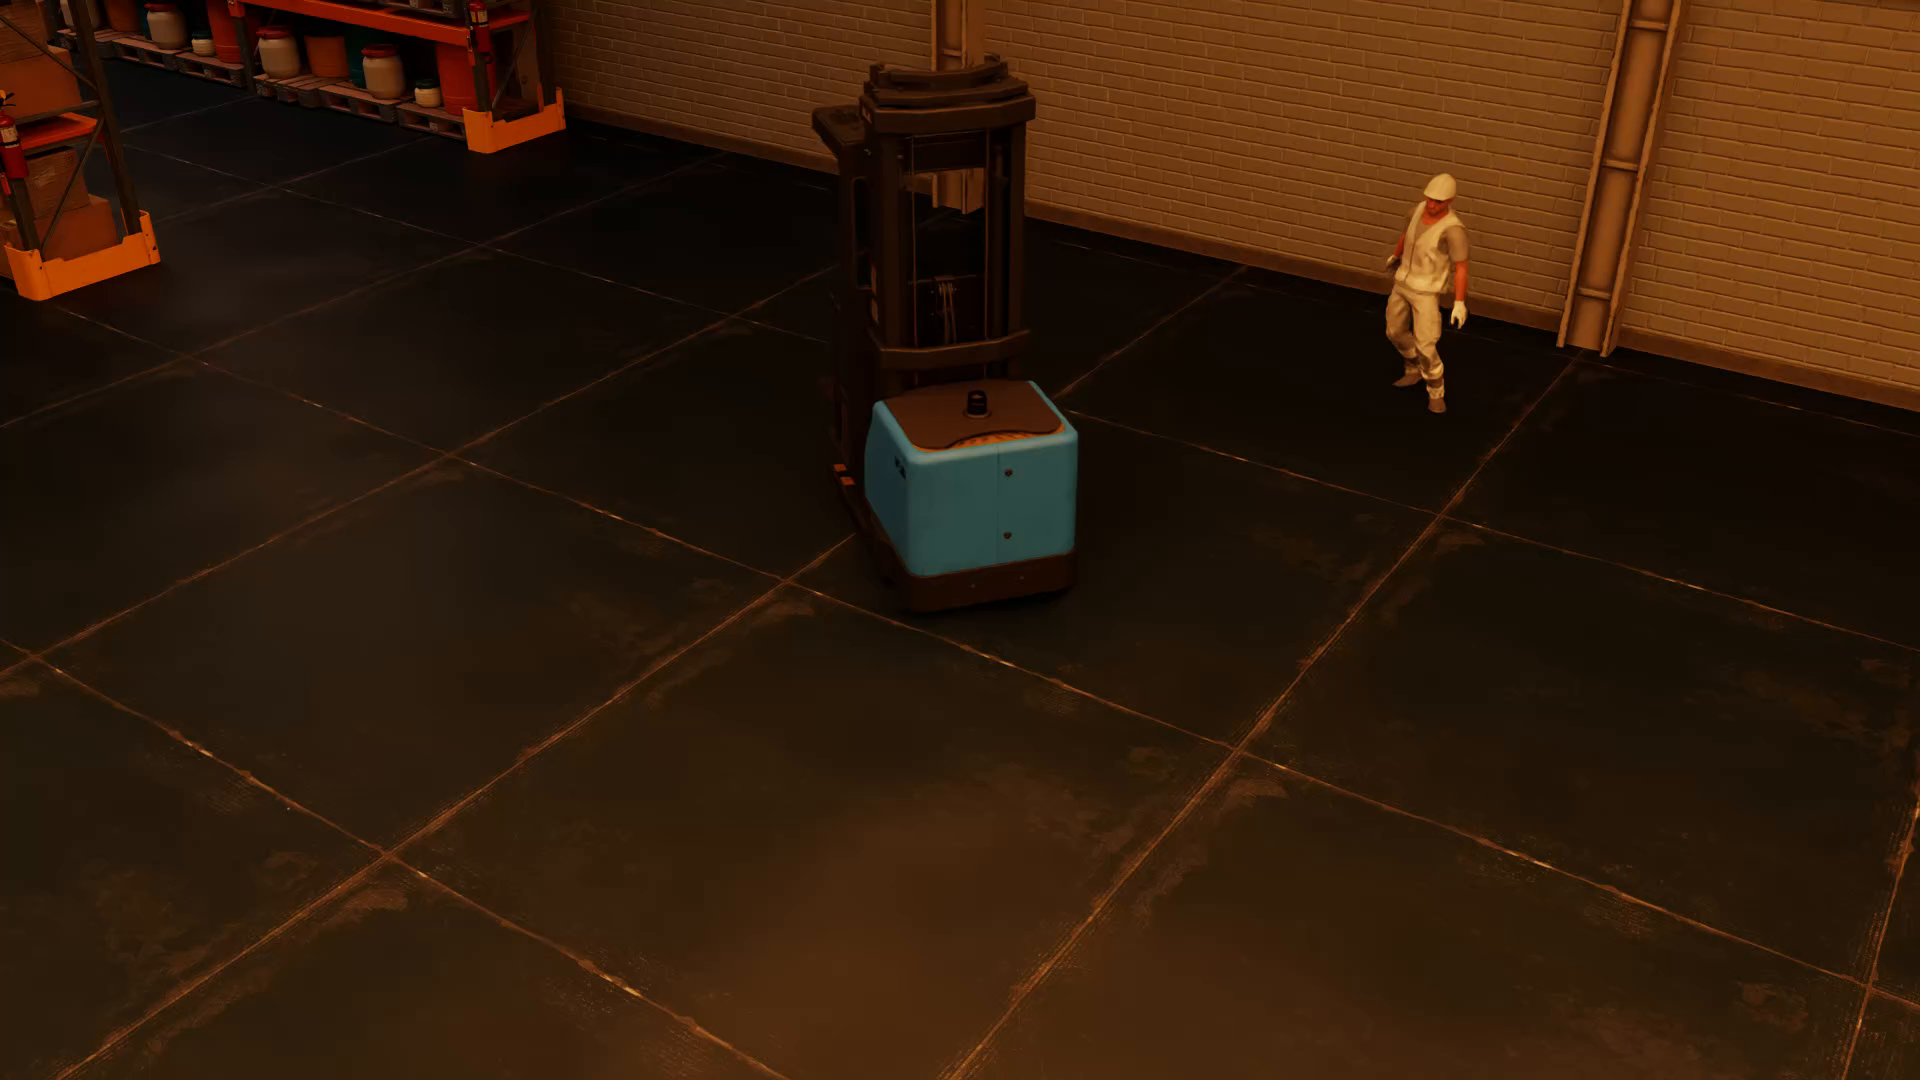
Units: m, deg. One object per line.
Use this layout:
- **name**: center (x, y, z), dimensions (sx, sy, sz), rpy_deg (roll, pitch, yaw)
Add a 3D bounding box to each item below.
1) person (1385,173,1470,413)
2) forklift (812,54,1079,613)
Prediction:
- **person**: center (3.357, -1.841, 12.007), dimensions (0.502, 1.744, 0.892), rpy_deg (-13, 33, -22)
- **forklift**: center (-0.245, -1.574, 10.292), dimensions (1.130, 2.935, 3.031), rpy_deg (-9, 31, -15)
